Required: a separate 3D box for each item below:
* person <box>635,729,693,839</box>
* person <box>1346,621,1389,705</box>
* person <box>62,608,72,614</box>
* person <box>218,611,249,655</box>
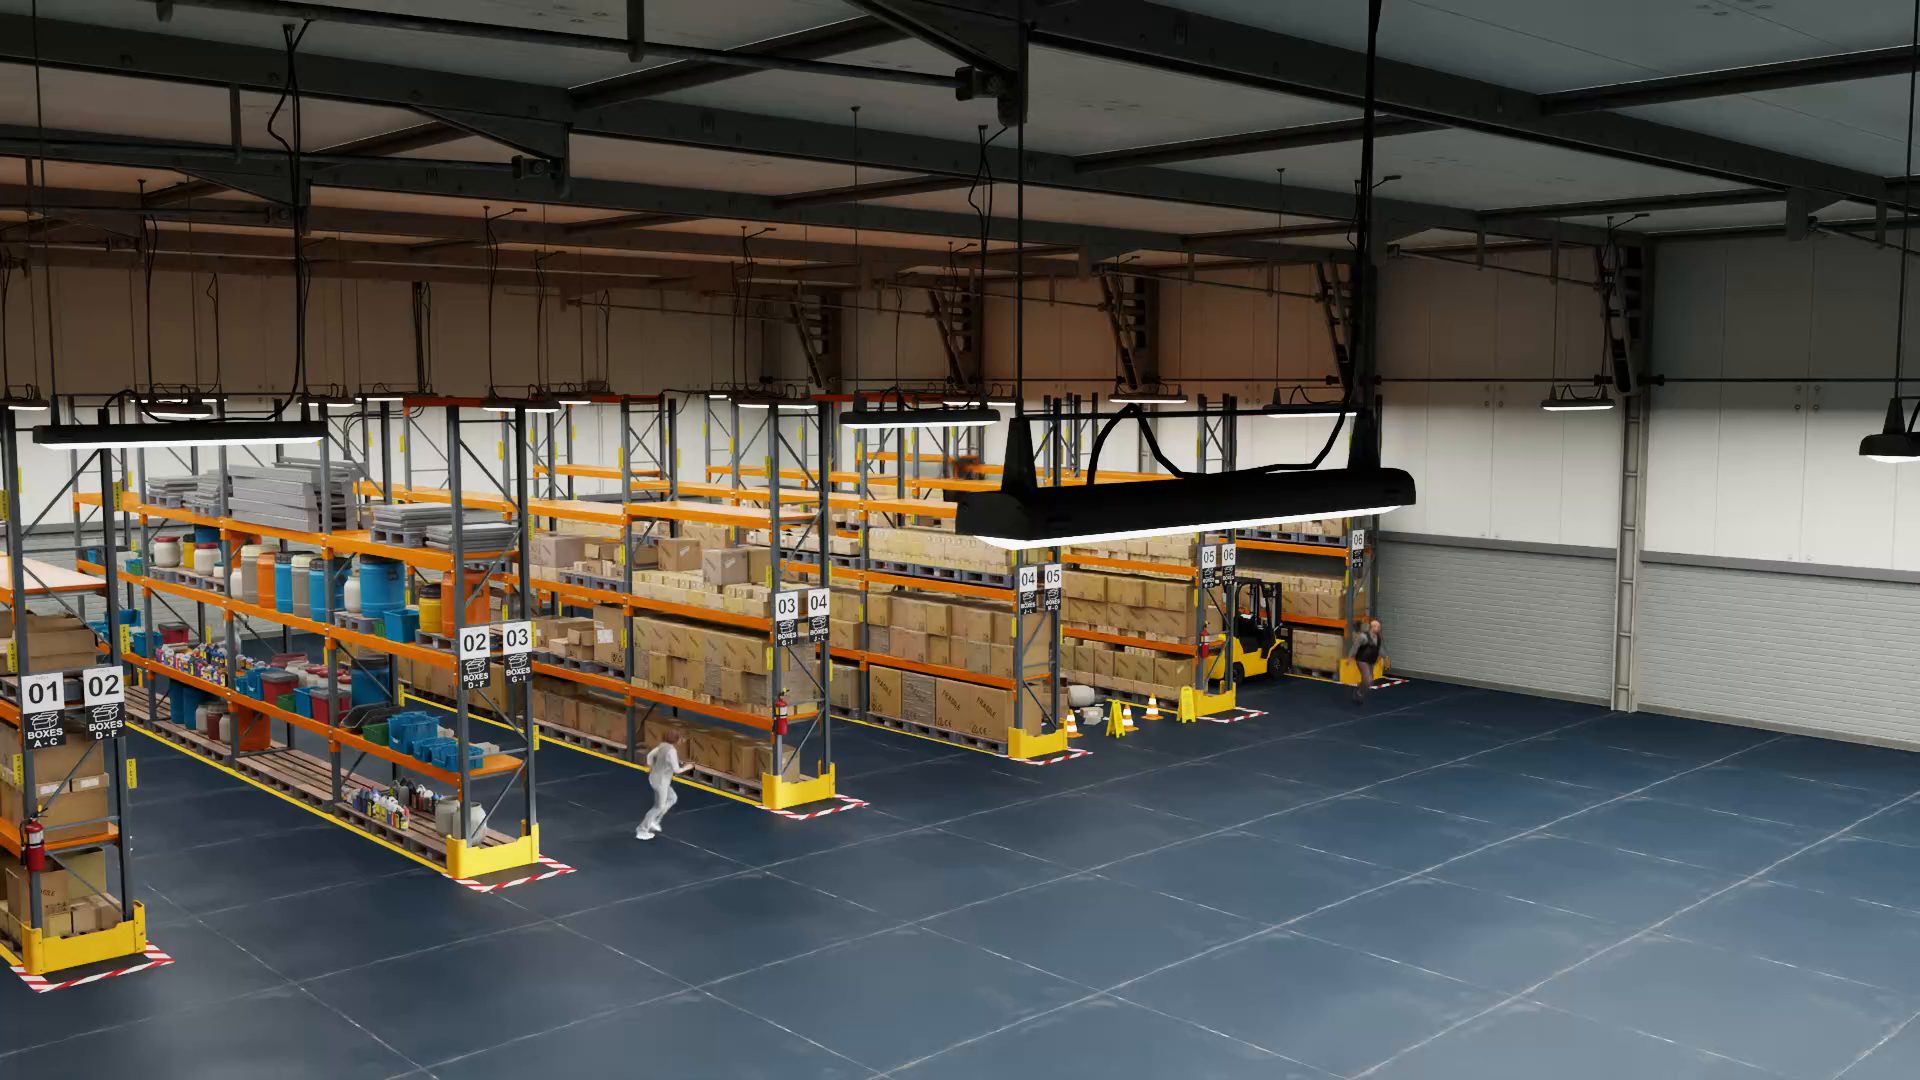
[{"bbox_3d":[-4.099,3.360,23.011,0.840,1.503,0.544,-3,6,-27],"label":"person"},{"bbox_3d":[7.911,2.382,32.236,0.641,1.673,0.718,-4,7,-38],"label":"person"},{"bbox_3d":[-18.895,2.205,34.878,0.916,1.528,0.627,-2,6,-20],"label":"person"},{"bbox_3d":[-16.351,2.021,37.377,1.138,1.466,0.601,1,6,14],"label":"person"}]
